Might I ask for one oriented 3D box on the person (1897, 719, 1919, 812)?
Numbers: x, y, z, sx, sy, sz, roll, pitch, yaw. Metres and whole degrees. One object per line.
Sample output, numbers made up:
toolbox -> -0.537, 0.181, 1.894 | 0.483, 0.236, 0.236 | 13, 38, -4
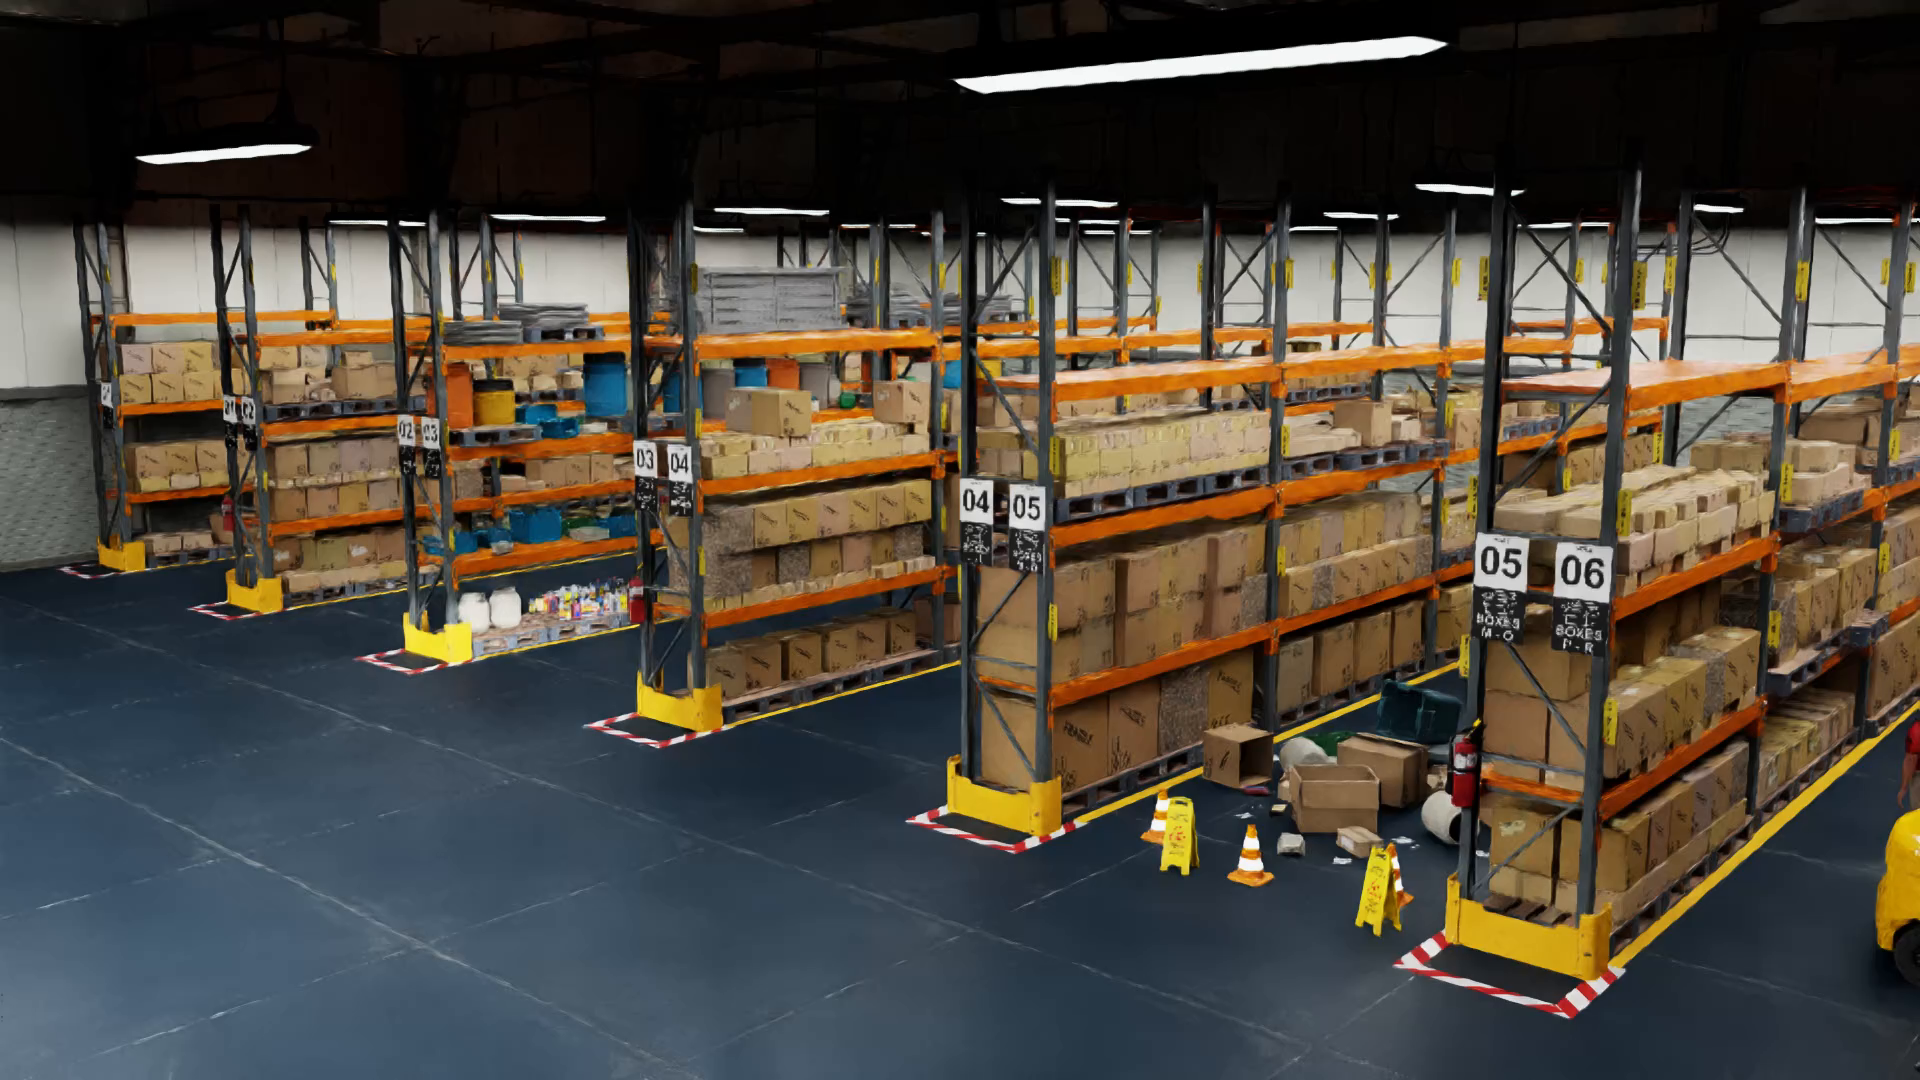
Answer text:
person -> 8.004, 2.042, 13.740 | 0.654, 1.723, 0.586 | -3, 10, -18

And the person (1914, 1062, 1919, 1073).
person -> 6.490, 2.576, 10.533 | 0.632, 1.768, 0.611 | -2, 10, -13
